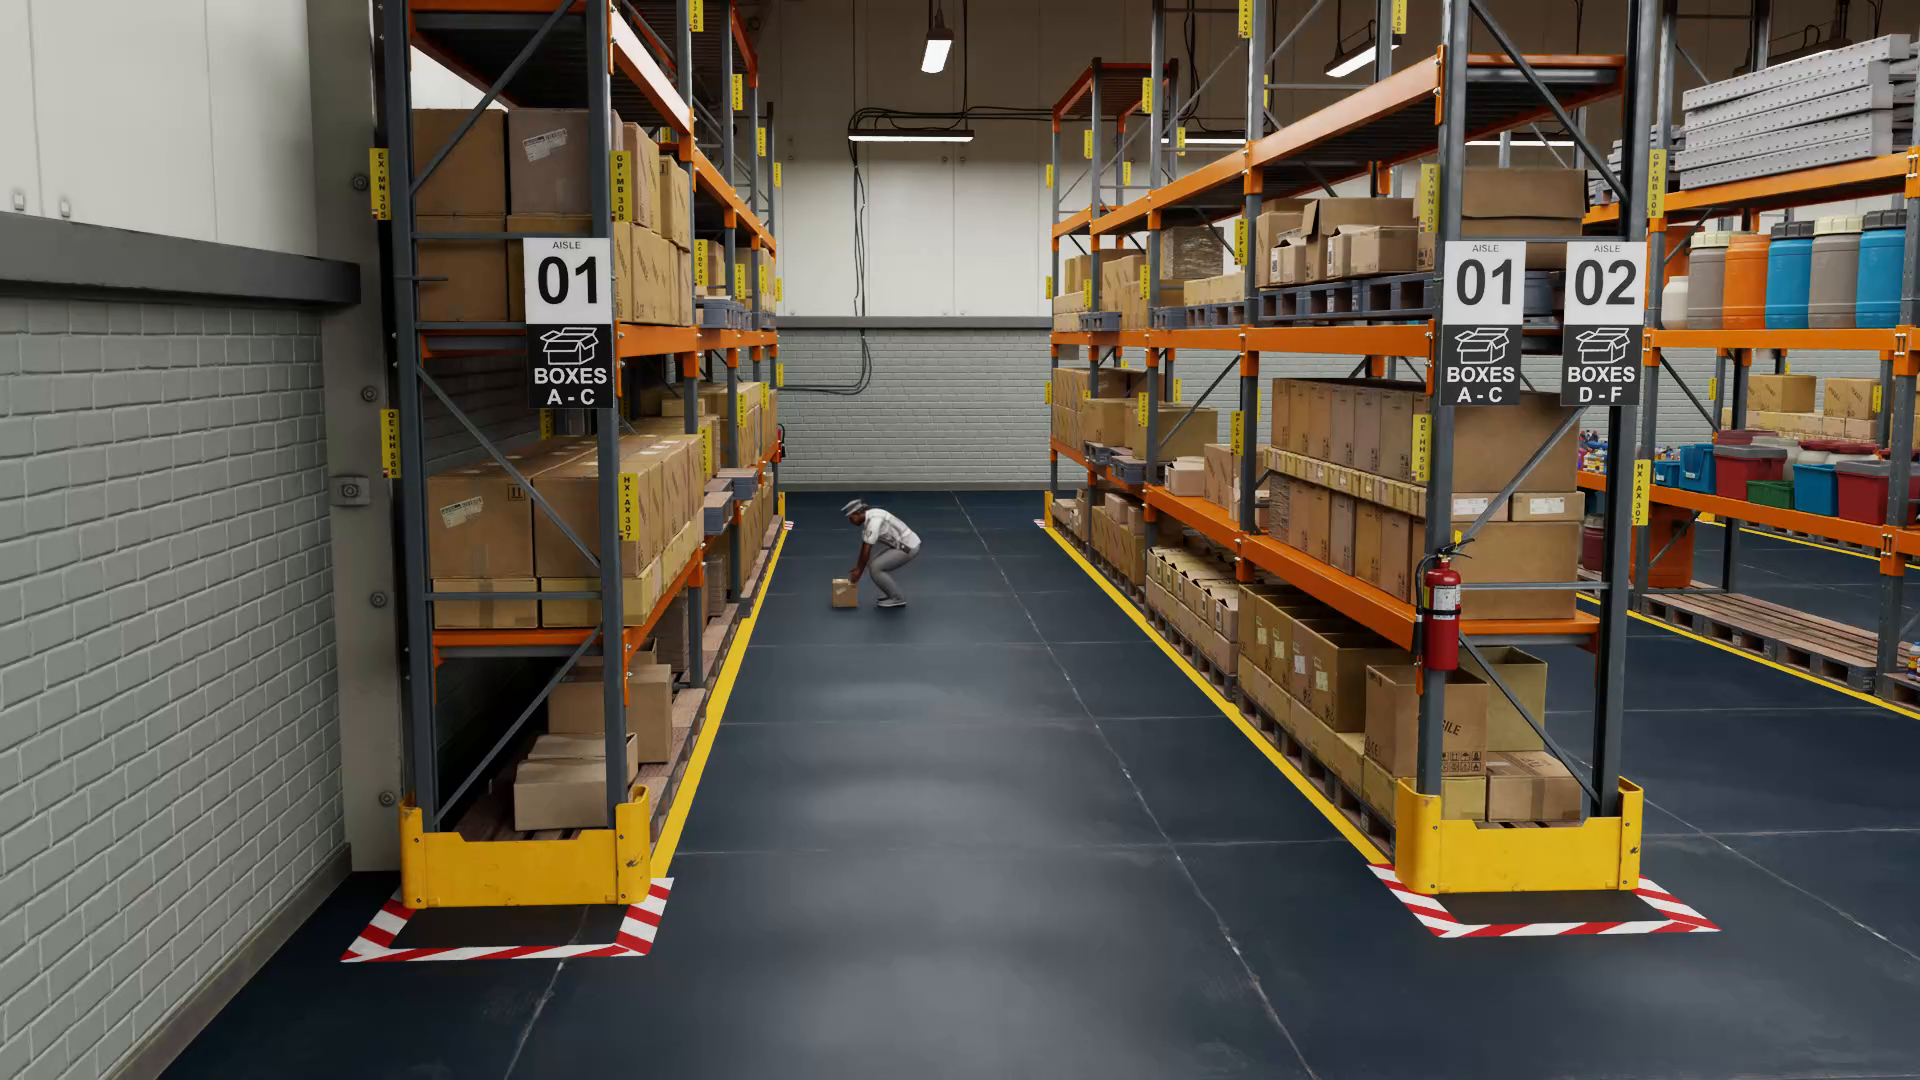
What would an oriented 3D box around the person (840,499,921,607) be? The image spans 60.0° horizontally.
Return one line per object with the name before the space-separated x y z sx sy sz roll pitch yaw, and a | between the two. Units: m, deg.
person | -0.813 0.123 17.058 0.828 1.109 0.498 0 7 -4
